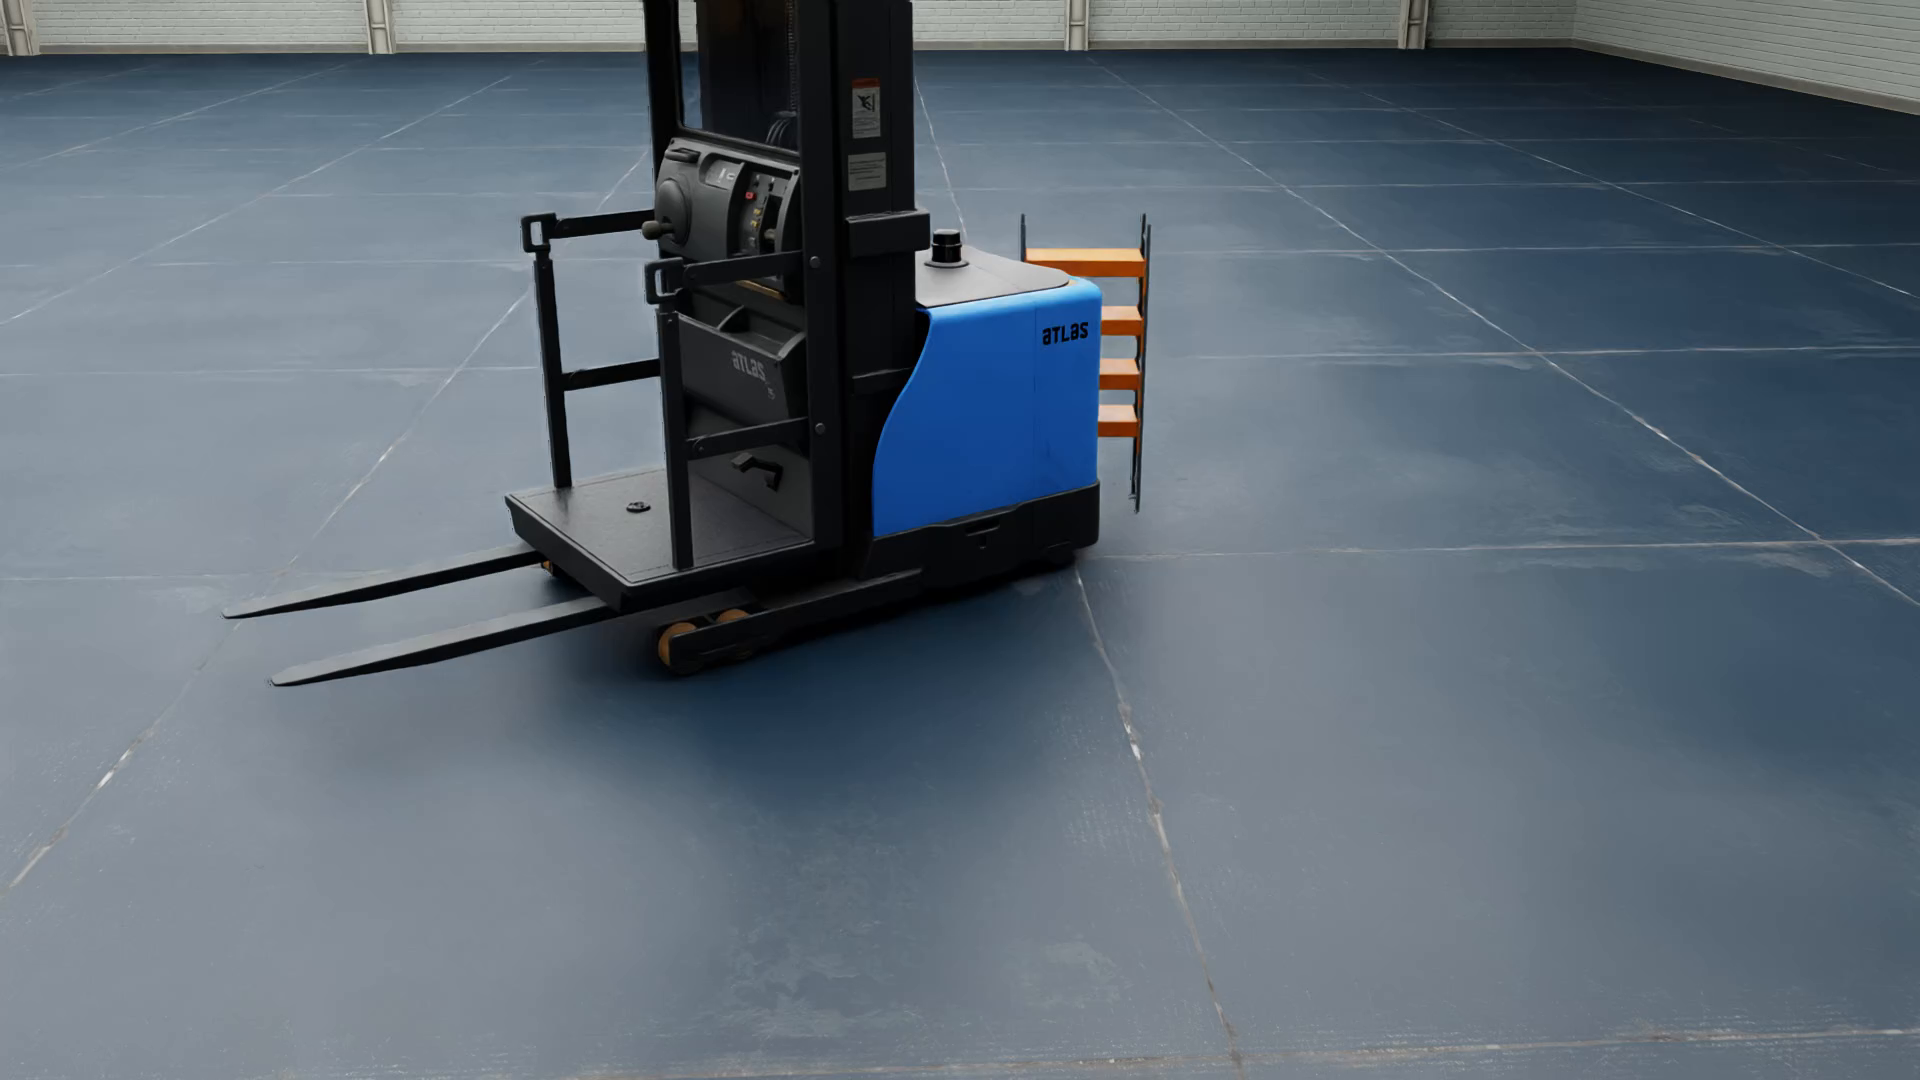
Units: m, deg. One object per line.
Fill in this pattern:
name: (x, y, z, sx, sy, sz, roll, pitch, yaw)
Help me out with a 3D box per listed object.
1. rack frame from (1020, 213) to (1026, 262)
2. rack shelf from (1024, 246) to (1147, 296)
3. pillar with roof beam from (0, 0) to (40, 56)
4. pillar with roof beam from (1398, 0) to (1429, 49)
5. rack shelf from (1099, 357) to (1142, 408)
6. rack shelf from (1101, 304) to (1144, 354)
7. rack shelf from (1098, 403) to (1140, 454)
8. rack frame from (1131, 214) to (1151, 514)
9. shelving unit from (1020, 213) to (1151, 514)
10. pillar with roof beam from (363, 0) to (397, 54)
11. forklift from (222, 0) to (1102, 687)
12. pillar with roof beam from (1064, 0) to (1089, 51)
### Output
rack frame: (0.252, -0.716, 6.814, 0.015, 1.200, 0.240, 0, 21, 1)
rack shelf: (0.496, -1.081, 6.671, 0.480, 0.148, 0.258, 0, 21, 1)
pillar with roof beam: (-15.685, -10.943, 22.716, 0.400, 9.000, 9.100, -1, 21, -3)
pillar with roof beam: (8.276, -11.430, 23.996, 0.400, 9.000, 9.100, -1, 21, -3)
rack shelf: (0.496, -0.651, 6.834, 0.480, 0.148, 0.258, 0, 21, 1)
rack shelf: (0.496, -0.860, 6.755, 0.480, 0.148, 0.258, 0, 21, 1)
rack shelf: (0.496, -0.466, 6.905, 0.480, 0.148, 0.258, 0, 21, 1)
rack frame: (0.740, -0.713, 6.807, 0.015, 1.200, 0.240, 0, 21, 1)
shelving unit: (0.496, -0.714, 6.810, 0.503, 1.200, 0.258, 0, 21, 1)
pillar with roof beam: (-9.694, -11.065, 23.036, 0.400, 9.000, 9.100, -1, 21, -3)
forklift: (-0.962, -1.142, 5.501, 3.031, 2.935, 1.130, -14, 25, -33)
pillar with roof beam: (2.286, -11.308, 23.676, 0.400, 9.000, 9.100, -1, 21, -3)
